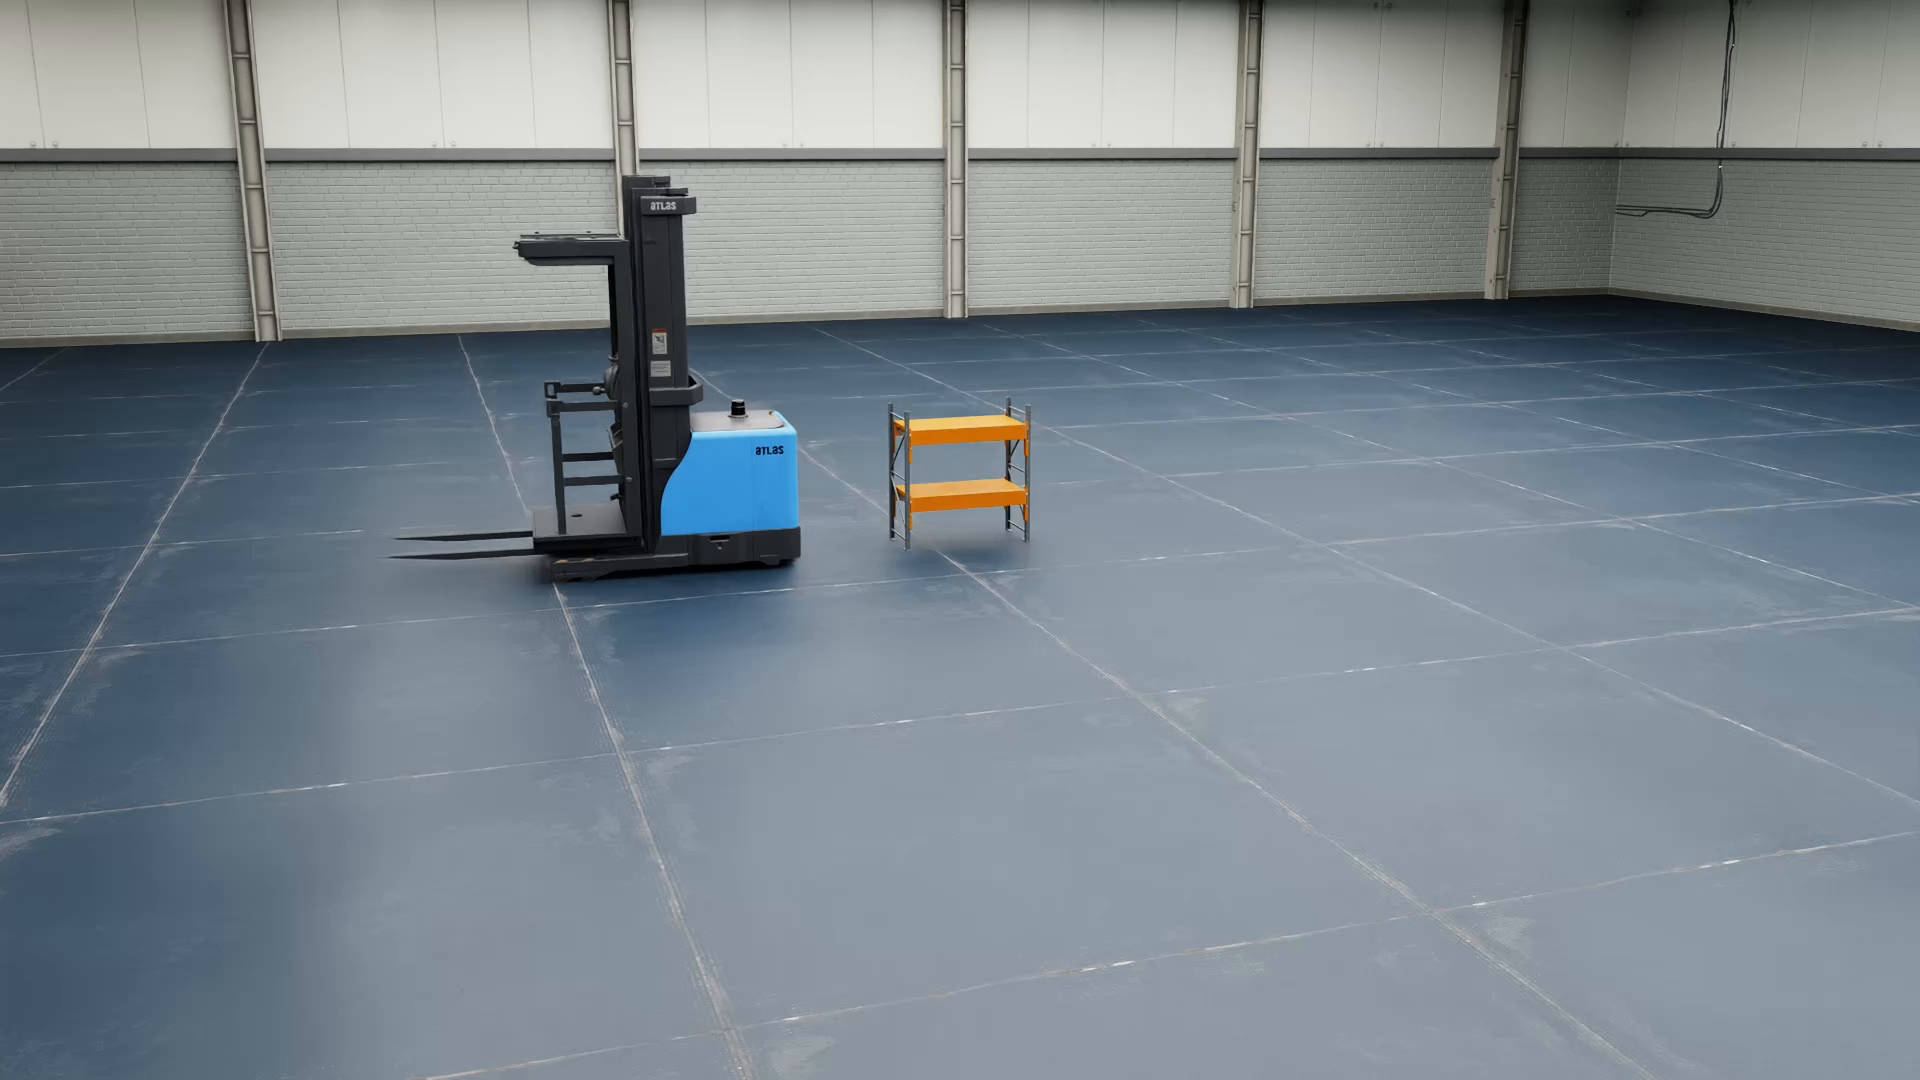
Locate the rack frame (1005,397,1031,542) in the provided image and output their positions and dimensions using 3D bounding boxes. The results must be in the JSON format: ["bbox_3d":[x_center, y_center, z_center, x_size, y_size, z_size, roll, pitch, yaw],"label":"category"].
[{"bbox_3d":[0.475,-0.584,13.668,0.032,1.125,0.500,-4,14,-18],"label":"rack frame"}]

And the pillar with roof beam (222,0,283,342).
[{"bbox_3d":[-10.087,-6.750,22.573,0.400,9.000,9.100,-4,14,-18],"label":"pillar with roof beam"}]

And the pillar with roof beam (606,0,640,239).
[{"bbox_3d":[-4.400,-7.192,24.434,0.400,9.000,9.100,-4,14,-18],"label":"pillar with roof beam"}]

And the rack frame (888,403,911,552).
[{"bbox_3d":[-0.488,-0.509,13.353,0.032,1.125,0.500,-4,14,-18],"label":"rack frame"}]

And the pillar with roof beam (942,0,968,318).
[{"bbox_3d":[1.287,-7.635,26.296,0.400,9.000,9.100,-4,14,-18],"label":"pillar with roof beam"}]

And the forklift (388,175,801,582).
[{"bbox_3d":[-2.800,-1.246,12.549,3.031,2.935,1.130,-3,14,-14],"label":"forklift"}]

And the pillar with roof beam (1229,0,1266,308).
[{"bbox_3d":[6.973,-8.078,28.158,0.400,9.000,9.100,-4,14,-18],"label":"pillar with roof beam"}]

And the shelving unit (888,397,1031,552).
[{"bbox_3d":[-0.006,-0.547,13.511,1.048,1.125,0.538,-4,14,-18],"label":"shelving unit"}]

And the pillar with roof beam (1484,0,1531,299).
[{"bbox_3d":[12.660,-8.521,30.019,0.400,9.000,9.100,-4,14,-18],"label":"pillar with roof beam"}]

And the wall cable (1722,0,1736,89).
[{"bbox_3d":[15.364,-9.746,30.964,0.112,2.526,3.097,-4,14,-18],"label":"wall cable"}]

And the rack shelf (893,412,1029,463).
[{"bbox_3d":[-0.006,-0.831,13.443,1.000,0.278,0.538,-4,14,-18],"label":"rack shelf"}]

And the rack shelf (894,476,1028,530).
[{"bbox_3d":[-0.006,-0.309,13.567,1.000,0.278,0.538,-4,14,-18],"label":"rack shelf"}]

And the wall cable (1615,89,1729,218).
[{"bbox_3d":[14.501,-7.882,34.043,0.112,2.526,3.097,-4,14,-18],"label":"wall cable"}]
